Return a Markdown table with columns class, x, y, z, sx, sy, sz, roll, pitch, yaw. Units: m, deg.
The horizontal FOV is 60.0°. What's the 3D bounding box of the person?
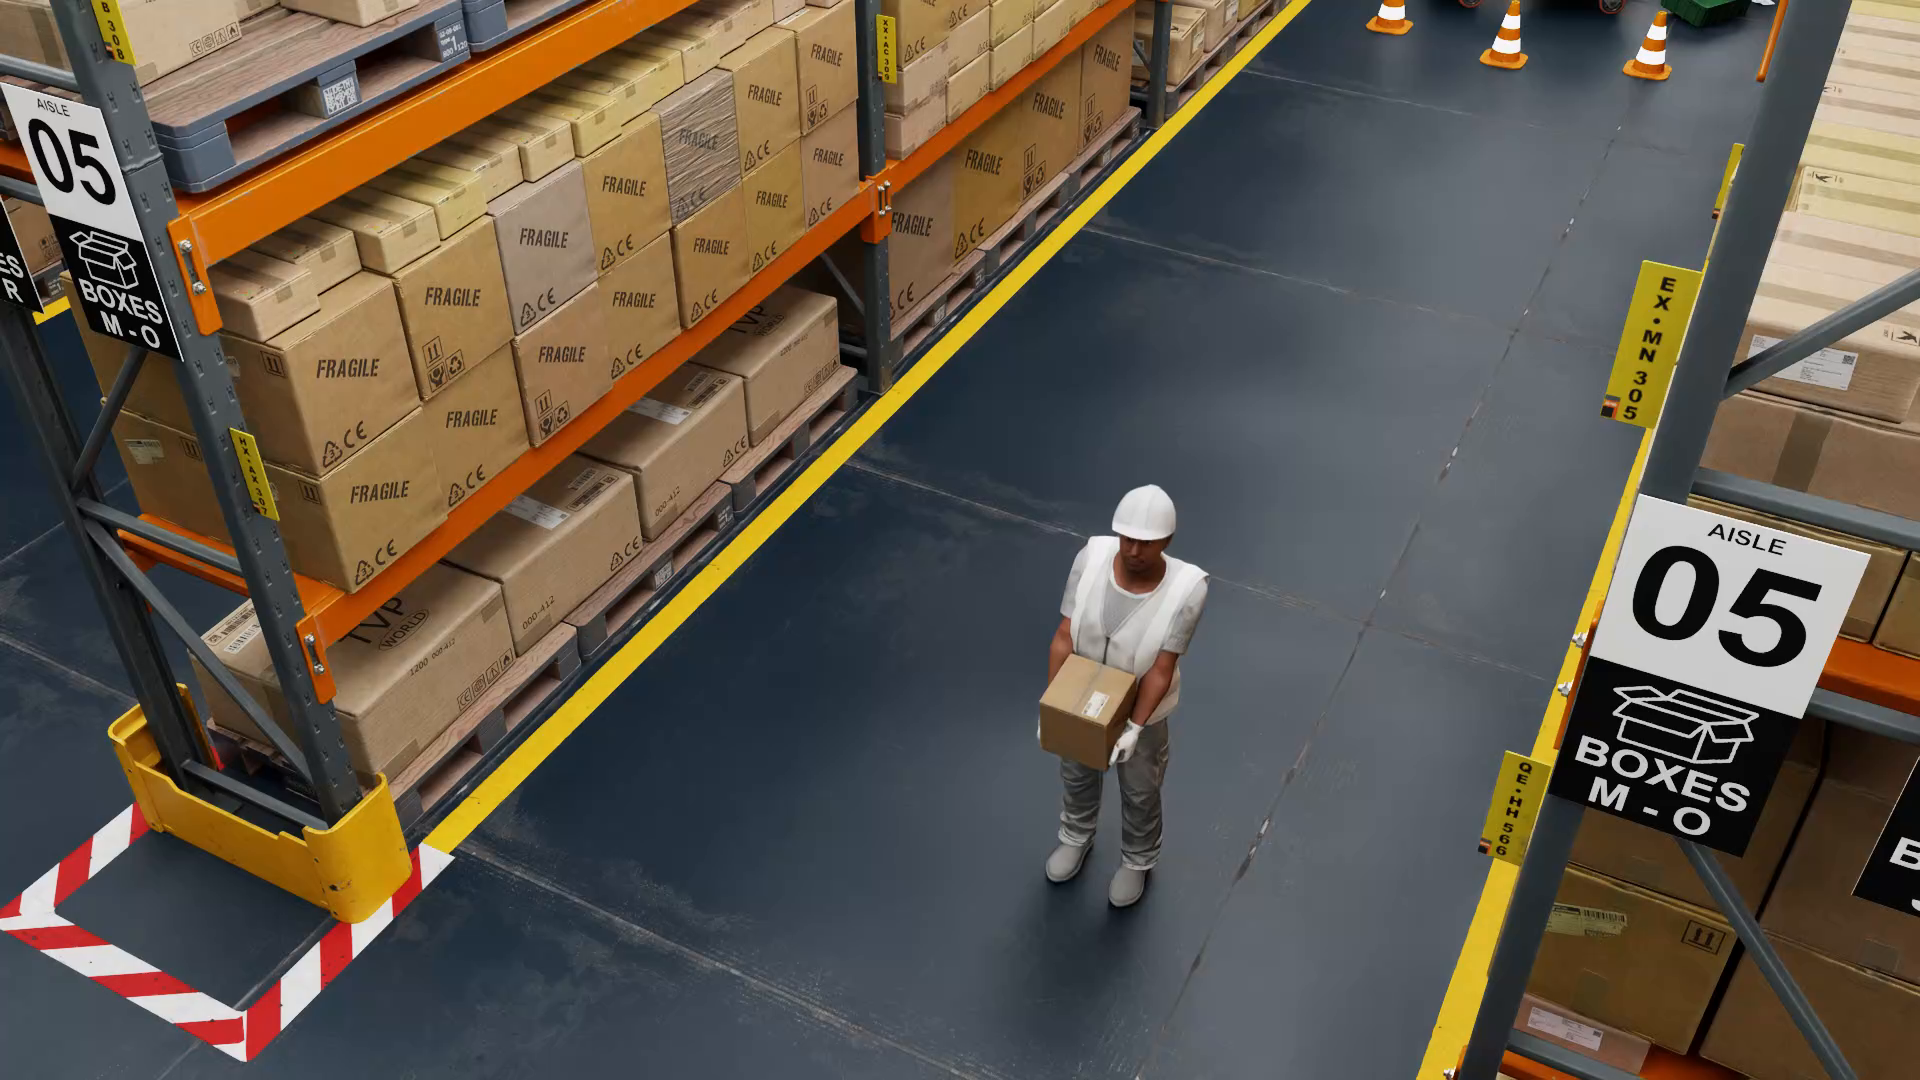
| class | x | y | z | sx | sy | sz | roll | pitch | yaw |
| --- | --- | --- | --- | --- | --- | --- | --- | --- | --- |
| person | 0.541 | 0.624 | 5.928 | 0.487 | 1.778 | 0.574 | 18 | 41 | 22 |
